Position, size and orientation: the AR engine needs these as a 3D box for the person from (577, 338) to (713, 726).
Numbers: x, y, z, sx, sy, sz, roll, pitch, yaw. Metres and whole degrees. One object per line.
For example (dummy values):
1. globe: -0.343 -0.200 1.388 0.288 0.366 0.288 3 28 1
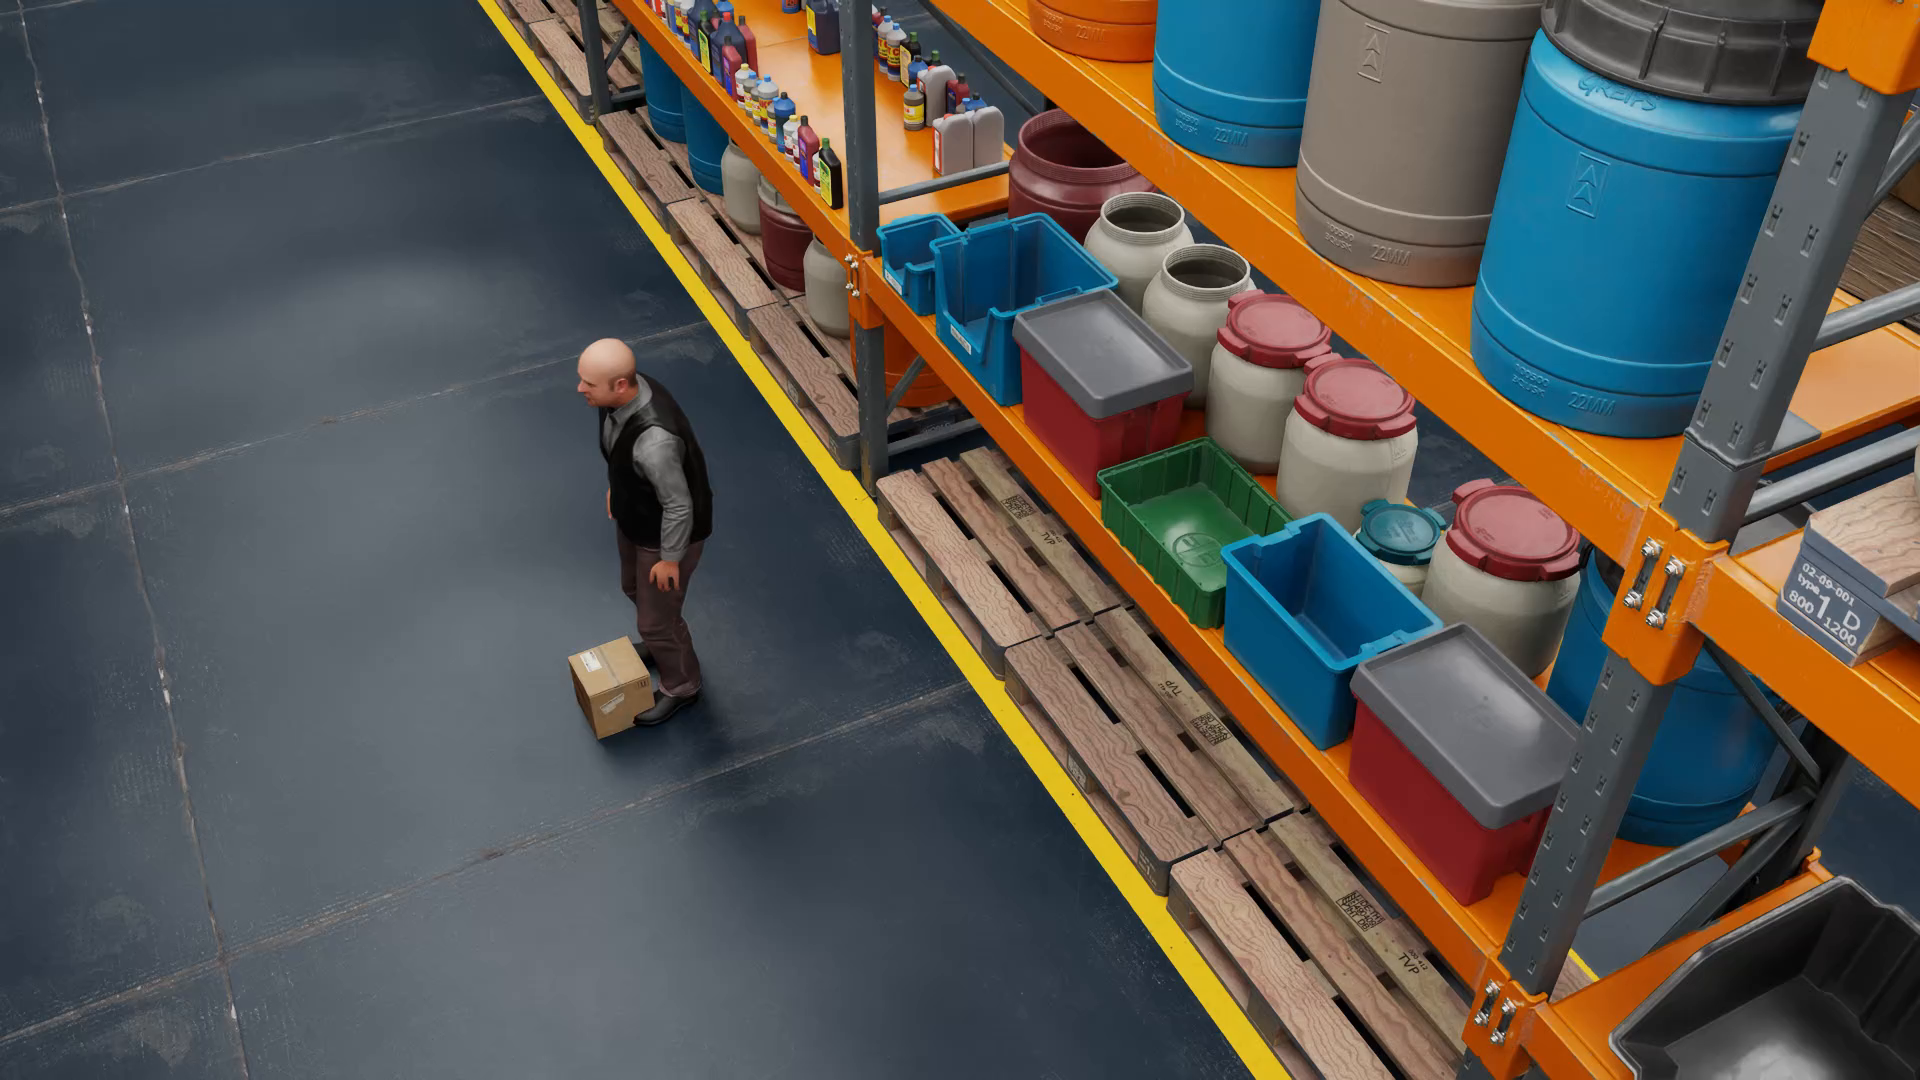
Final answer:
1. person: -1.163 -0.049 6.245 0.462 1.721 0.587 -20 45 -21
